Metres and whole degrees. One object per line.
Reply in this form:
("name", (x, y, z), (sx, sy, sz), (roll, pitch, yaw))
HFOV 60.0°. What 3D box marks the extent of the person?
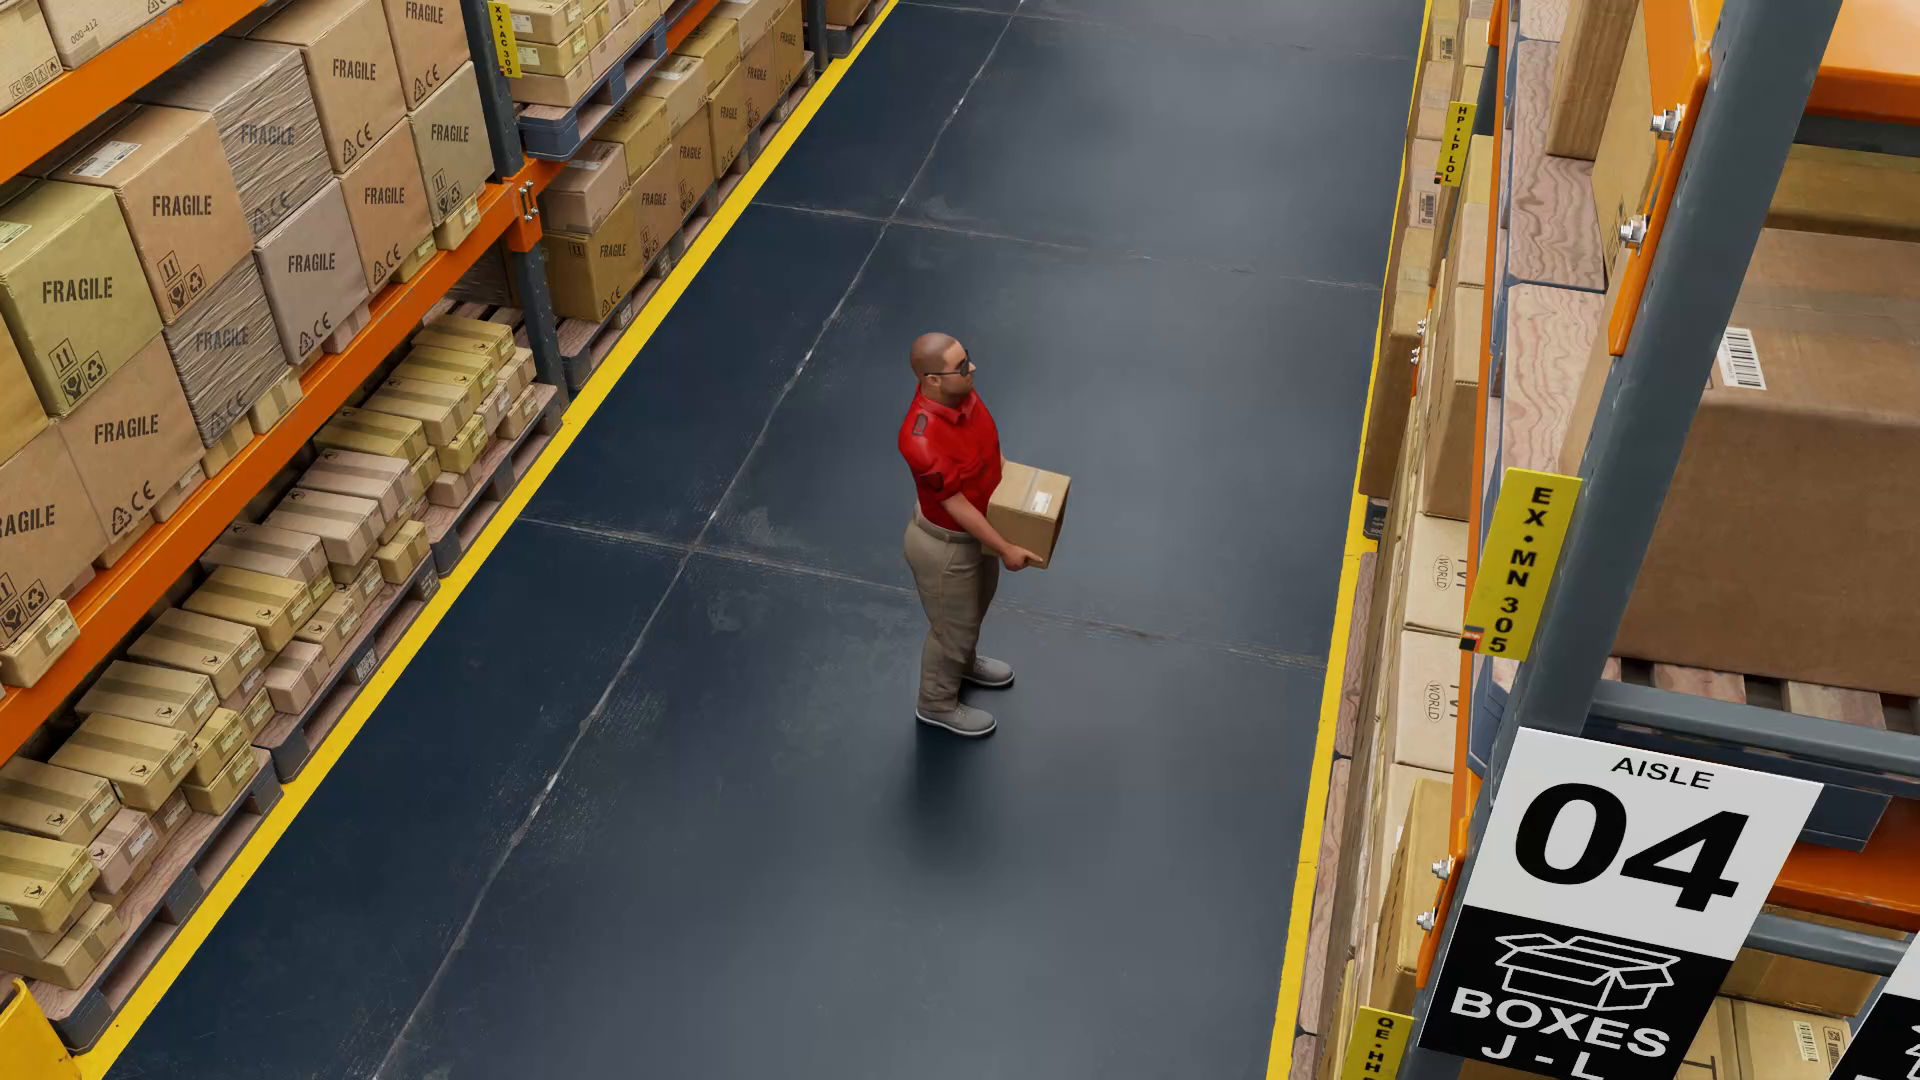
("person", (0.077, -0.012, 6.193), (0.537, 1.712, 0.493), (10, 42, 11))
